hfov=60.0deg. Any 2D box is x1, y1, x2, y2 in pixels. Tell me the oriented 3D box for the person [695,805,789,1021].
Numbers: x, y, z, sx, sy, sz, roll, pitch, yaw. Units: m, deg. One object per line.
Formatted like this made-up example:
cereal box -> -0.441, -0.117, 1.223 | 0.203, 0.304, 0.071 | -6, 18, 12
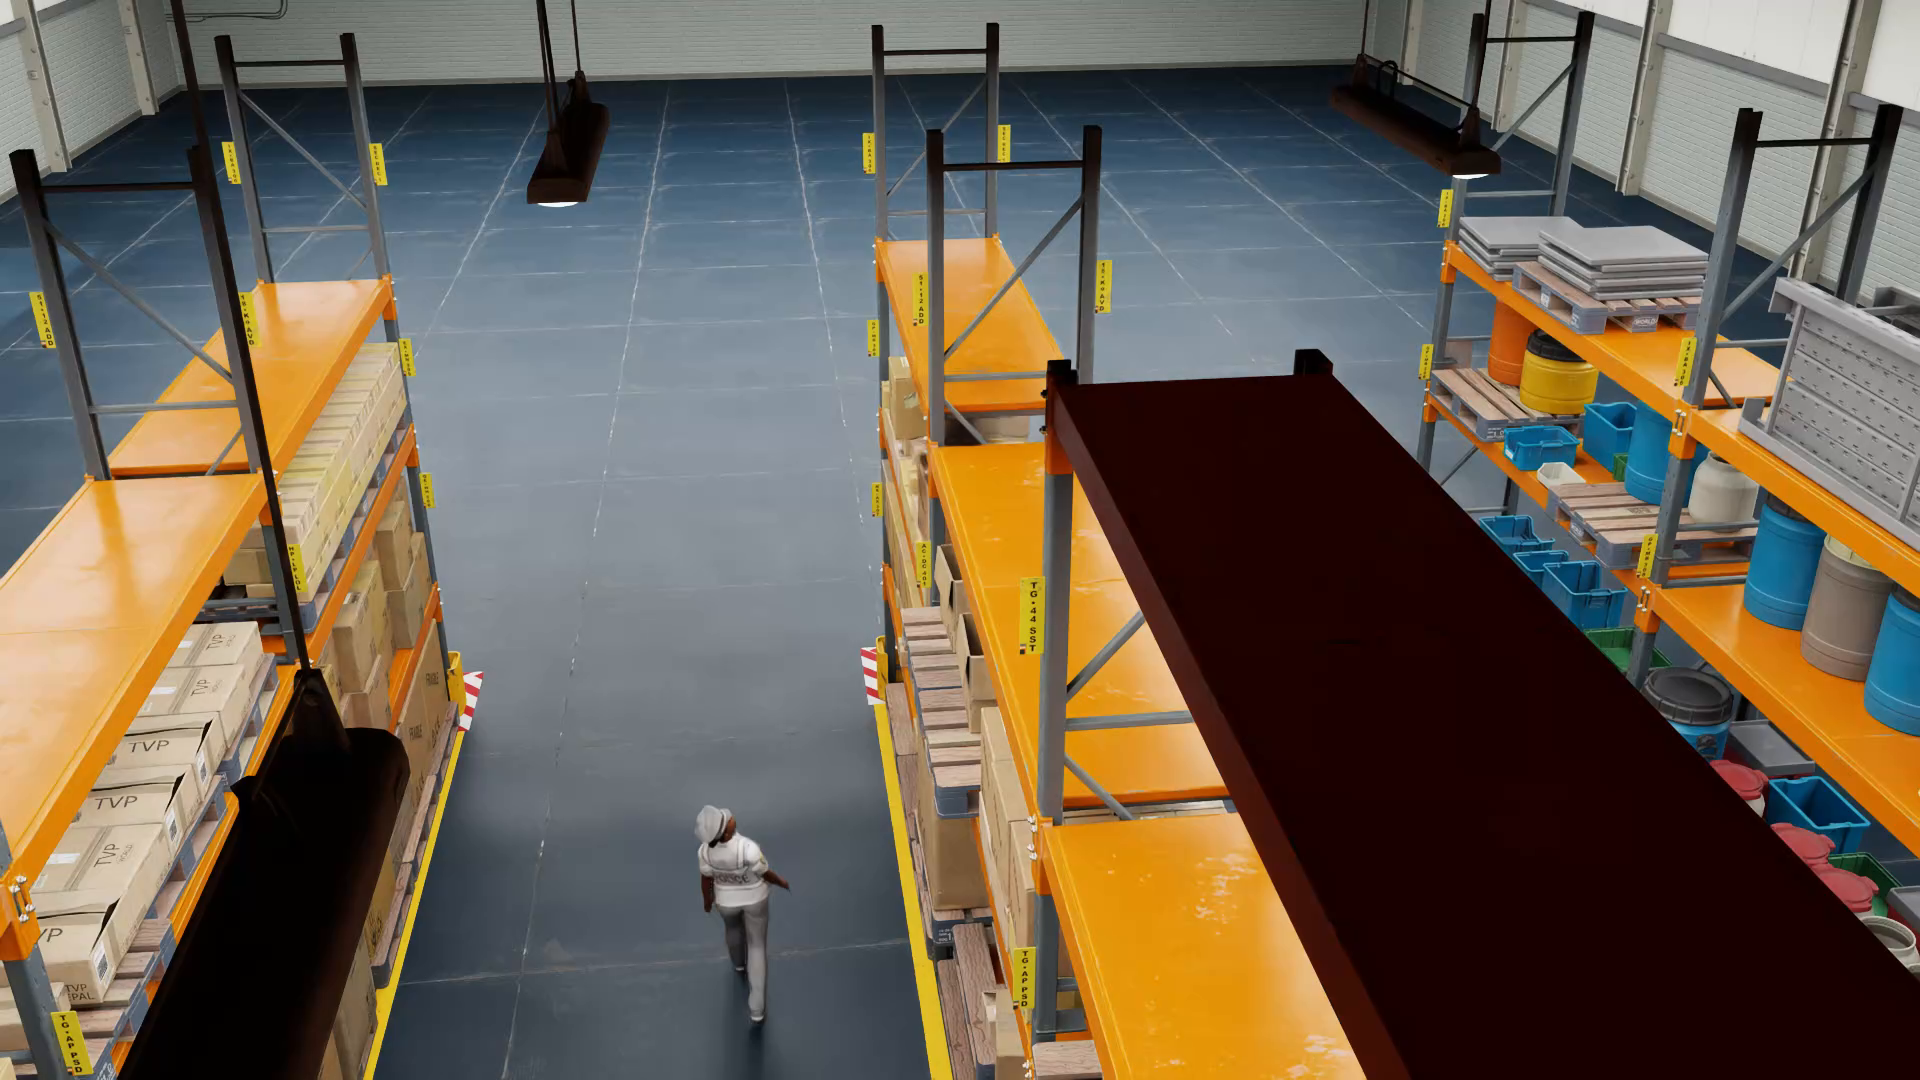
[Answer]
person -> -1.480, 2.449, 11.469 | 0.605, 1.631, 0.957 | -3, 26, -6
